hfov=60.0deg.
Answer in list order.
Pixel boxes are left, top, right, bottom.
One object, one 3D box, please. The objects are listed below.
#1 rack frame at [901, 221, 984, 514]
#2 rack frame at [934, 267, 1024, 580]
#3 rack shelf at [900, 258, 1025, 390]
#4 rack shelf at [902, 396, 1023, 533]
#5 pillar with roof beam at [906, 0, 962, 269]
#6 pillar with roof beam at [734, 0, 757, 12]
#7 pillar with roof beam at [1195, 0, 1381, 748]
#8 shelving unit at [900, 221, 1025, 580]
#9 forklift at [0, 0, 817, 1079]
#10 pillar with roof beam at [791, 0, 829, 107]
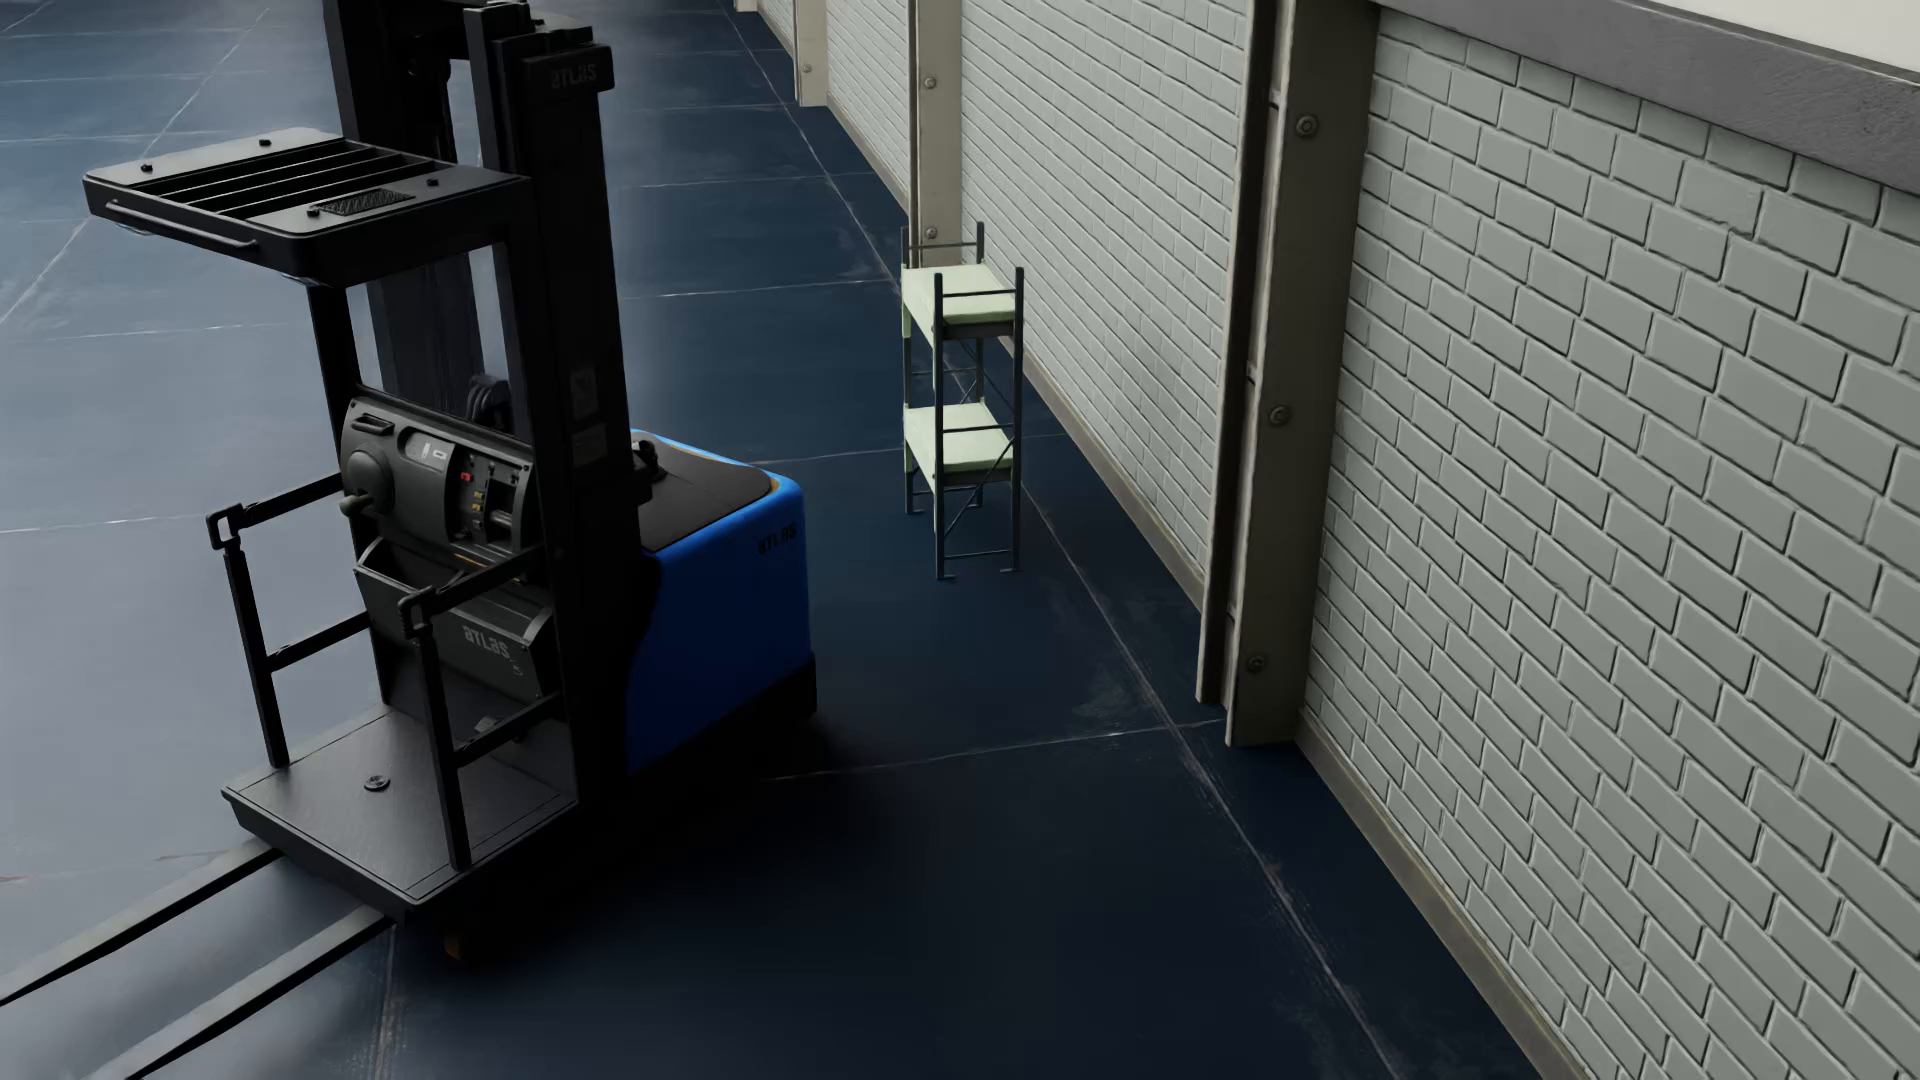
[{"bbox_3d":[-0.081,-0.827,8.225,0.400,1.500,0.023,-6,27,-12],"label":"rack frame"},{"bbox_3d":[0.084,-0.506,7.588,0.400,1.500,0.023,-6,27,-12],"label":"rack frame"},{"bbox_3d":[0.002,-1.015,7.730,0.431,0.370,0.720,-6,27,-12],"label":"rack shelf"},{"bbox_3d":[0.002,-0.376,8.053,0.431,0.370,0.720,-6,27,-12],"label":"rack shelf"},{"bbox_3d":[-4.369,-5.490,9.140,9.100,9.000,0.400,-6,27,-12],"label":"pillar with roof beam"},{"bbox_3d":[-7.073,-10.758,19.577,9.100,9.000,0.400,-6,27,-12],"label":"pillar with roof beam"},{"bbox_3d":[-3.017,-2.856,3.921,9.100,9.000,0.400,-6,27,-12],"label":"pillar with roof beam"},{"bbox_3d":[0.002,-0.667,7.906,0.431,1.500,0.755,-6,27,-12],"label":"shelving unit"},{"bbox_3d":[-1.852,-0.162,5.319,1.130,2.935,3.031,18,32,32],"label":"forklift"},{"bbox_3d":[-5.721,-8.124,14.358,9.100,9.000,0.400,-6,27,-12],"label":"pillar with roof beam"}]
